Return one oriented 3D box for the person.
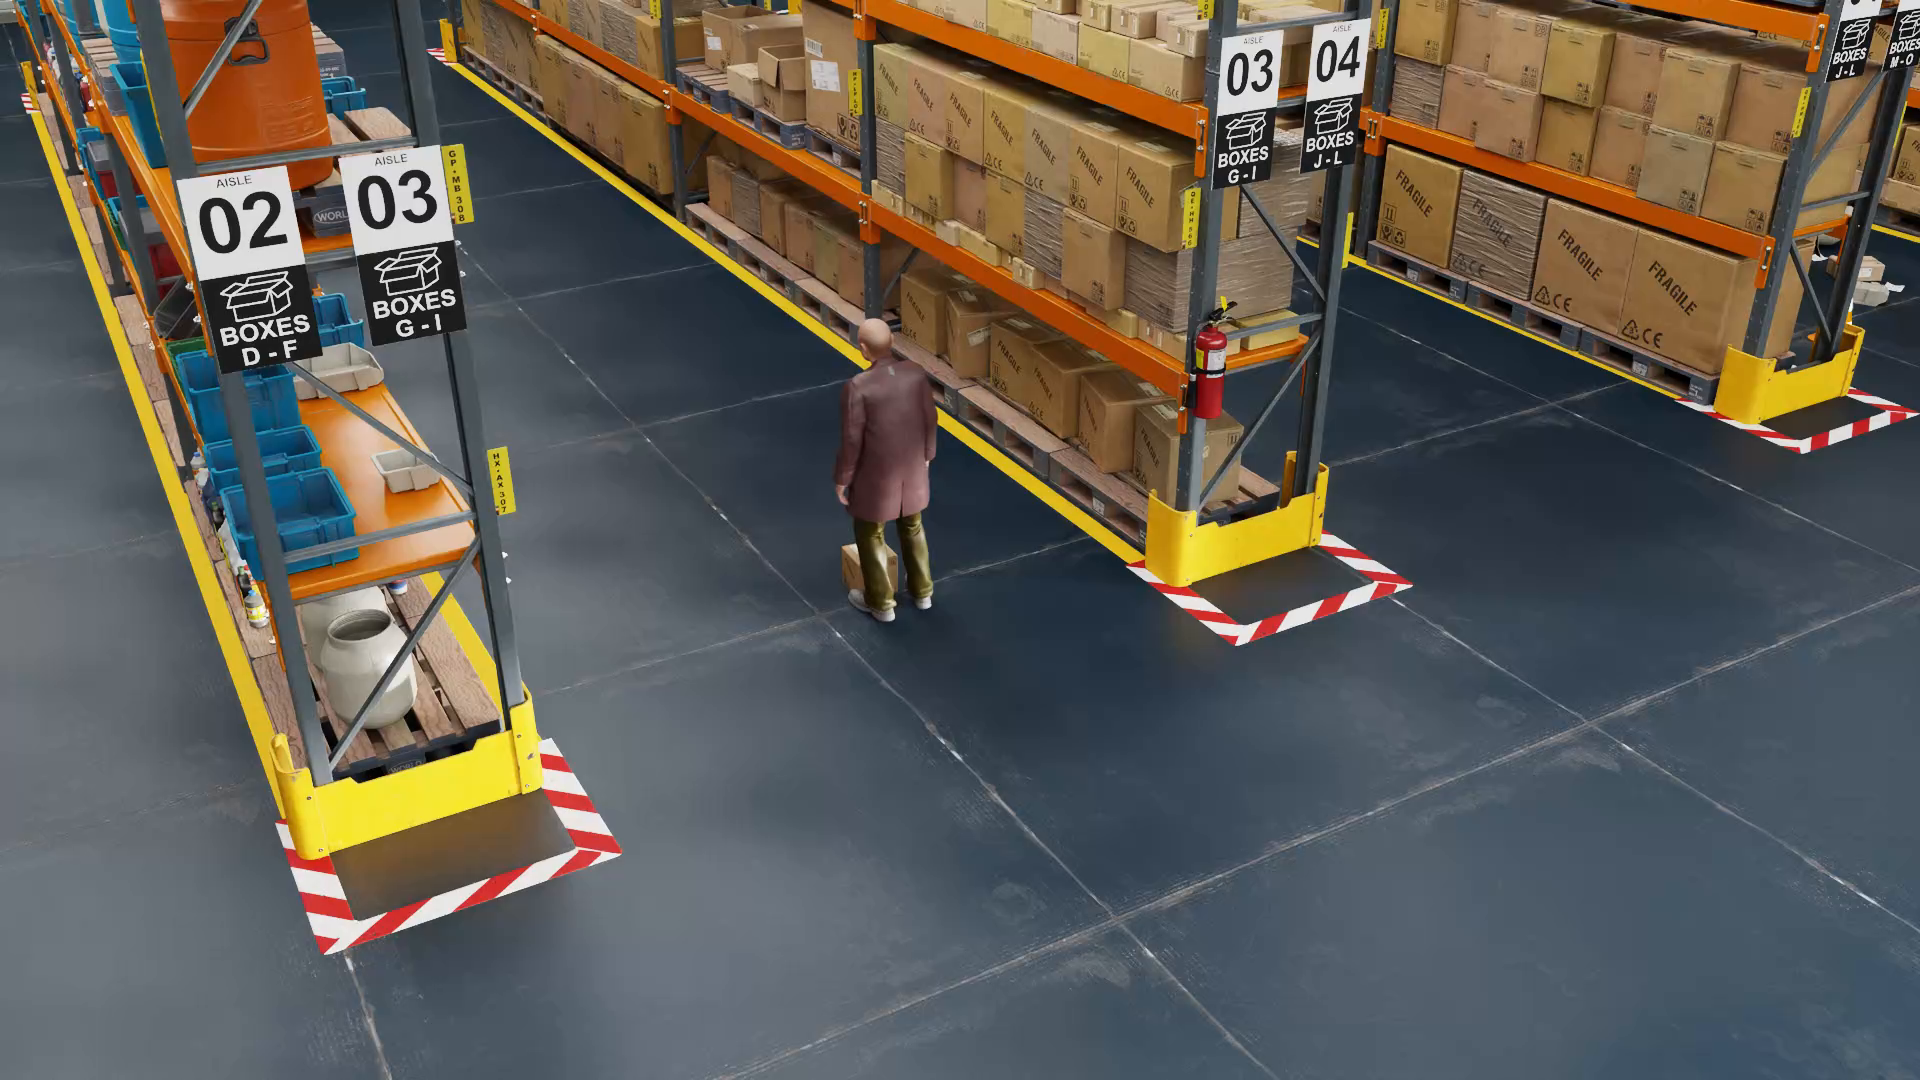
[{"bbox_3d":[-0.417,-0.389,9.299,0.654,1.774,0.422,-18,33,-29],"label":"person"}]
